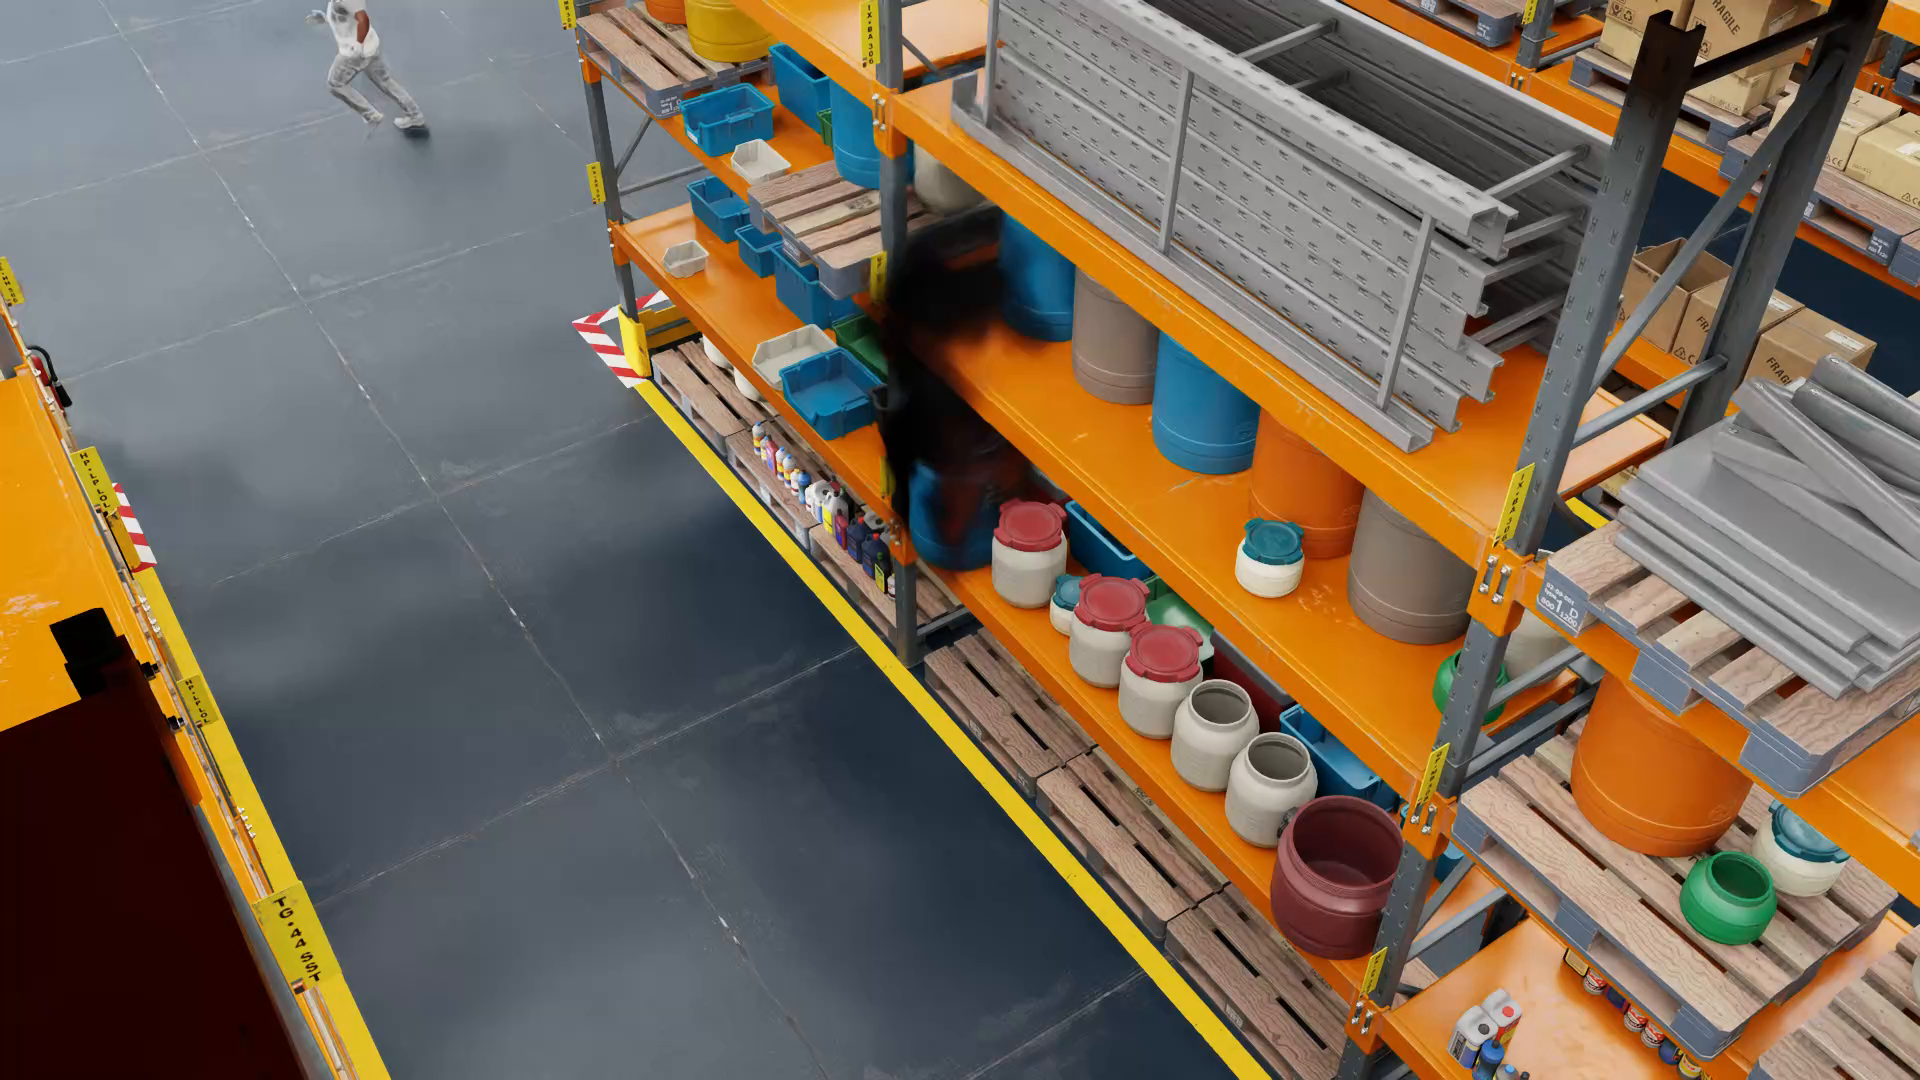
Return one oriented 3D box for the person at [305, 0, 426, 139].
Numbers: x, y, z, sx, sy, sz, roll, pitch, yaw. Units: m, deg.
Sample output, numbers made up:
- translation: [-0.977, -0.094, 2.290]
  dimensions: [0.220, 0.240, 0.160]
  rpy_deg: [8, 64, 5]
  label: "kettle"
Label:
- translation: [-5.570, -4.525, 15.358]
  dimensions: [0.861, 1.762, 0.699]
  rpy_deg: [-1, 43, -1]
  label: "person"
